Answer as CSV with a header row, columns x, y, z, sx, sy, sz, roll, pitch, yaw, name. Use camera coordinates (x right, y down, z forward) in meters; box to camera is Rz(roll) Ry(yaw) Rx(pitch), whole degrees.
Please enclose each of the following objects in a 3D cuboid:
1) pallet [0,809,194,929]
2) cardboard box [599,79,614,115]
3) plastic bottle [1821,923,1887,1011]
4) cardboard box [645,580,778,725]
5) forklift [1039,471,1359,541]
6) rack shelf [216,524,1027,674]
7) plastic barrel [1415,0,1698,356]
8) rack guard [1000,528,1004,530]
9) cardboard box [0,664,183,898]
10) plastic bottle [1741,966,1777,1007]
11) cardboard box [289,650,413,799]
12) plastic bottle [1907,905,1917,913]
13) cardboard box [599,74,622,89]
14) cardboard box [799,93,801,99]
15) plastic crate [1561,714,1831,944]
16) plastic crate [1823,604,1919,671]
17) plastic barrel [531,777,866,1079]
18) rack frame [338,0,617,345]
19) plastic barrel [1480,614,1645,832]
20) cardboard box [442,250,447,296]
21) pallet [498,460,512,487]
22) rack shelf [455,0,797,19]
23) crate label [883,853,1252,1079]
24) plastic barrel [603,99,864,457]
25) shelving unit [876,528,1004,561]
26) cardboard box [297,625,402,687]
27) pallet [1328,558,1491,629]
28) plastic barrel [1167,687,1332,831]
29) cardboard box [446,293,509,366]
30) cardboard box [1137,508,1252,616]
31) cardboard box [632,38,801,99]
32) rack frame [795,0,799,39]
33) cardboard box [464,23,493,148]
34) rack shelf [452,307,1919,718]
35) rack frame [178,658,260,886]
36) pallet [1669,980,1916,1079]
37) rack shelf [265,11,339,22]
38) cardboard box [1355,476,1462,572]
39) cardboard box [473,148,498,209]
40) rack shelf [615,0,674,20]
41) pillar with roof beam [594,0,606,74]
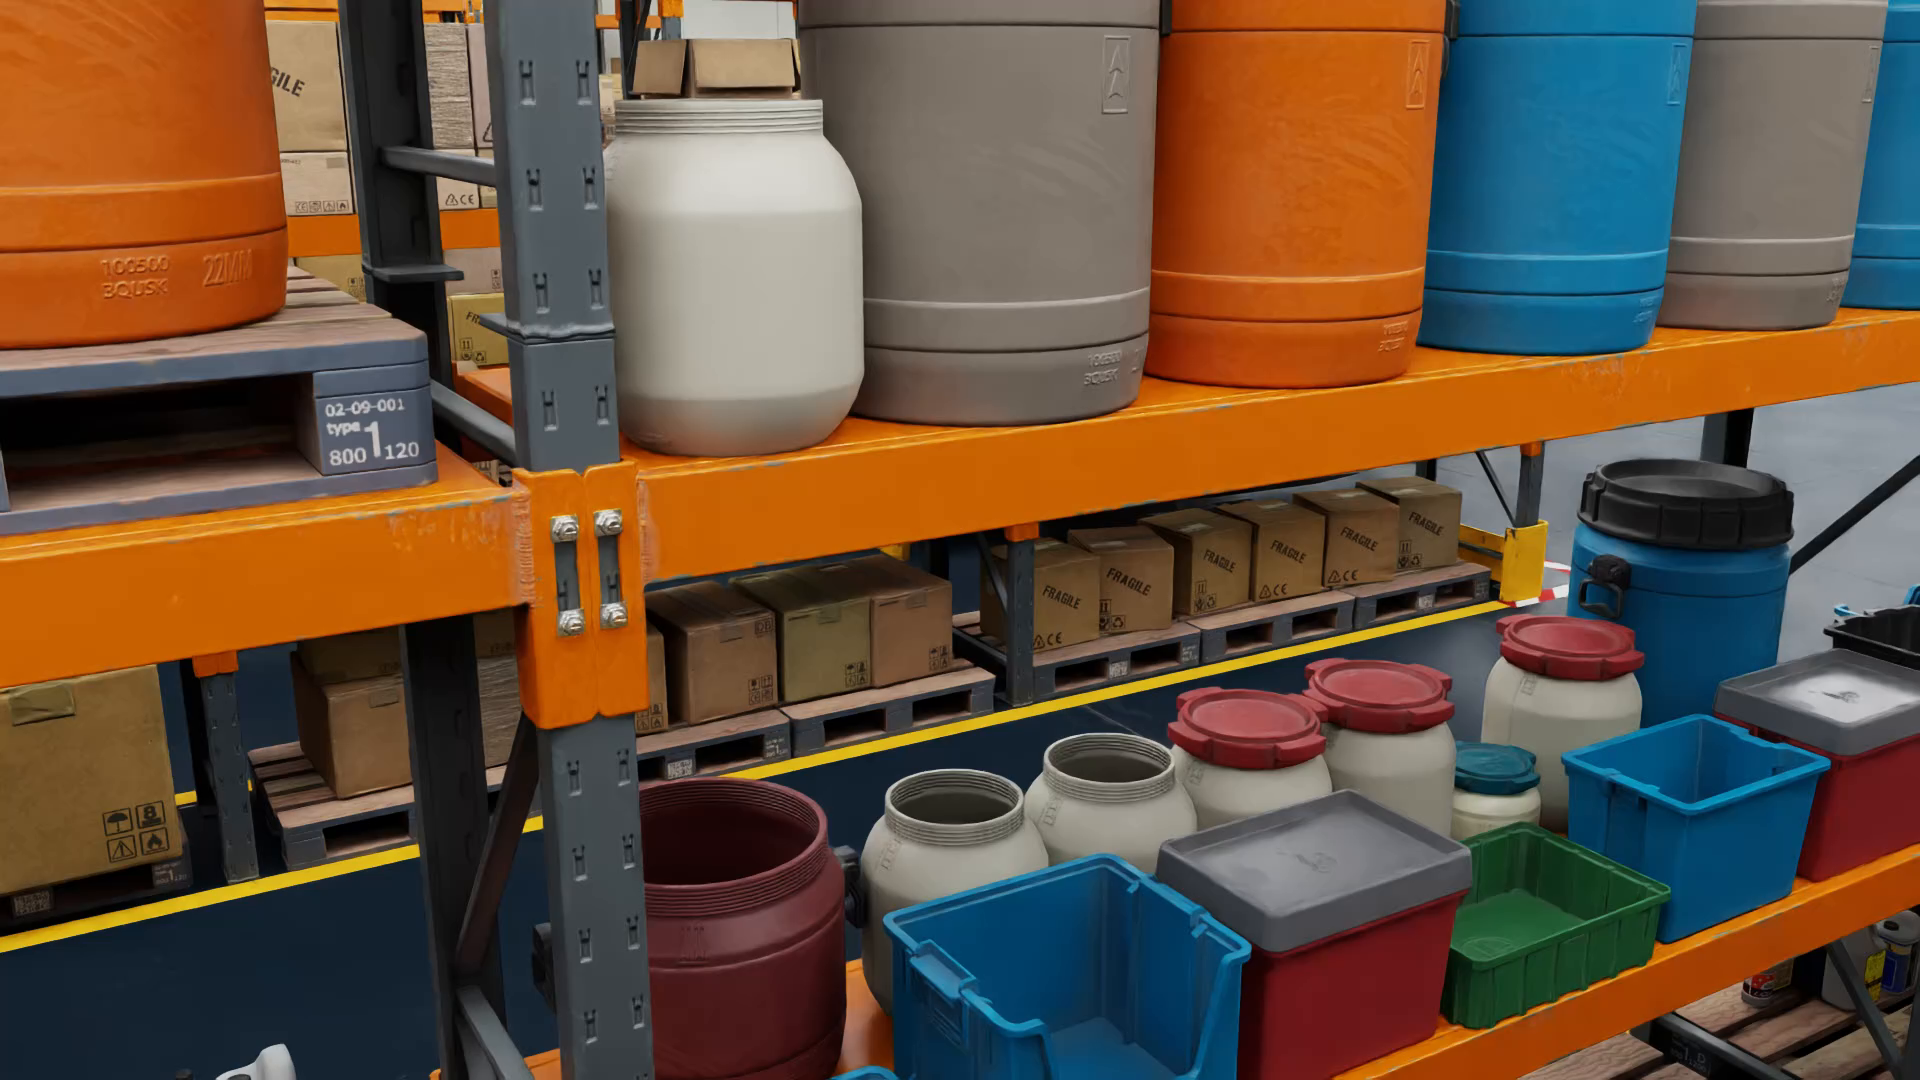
x,y,z,sx,sy,sz,roll,pitch,yaw,name
-4.049,1.349,7.208,1.213,0.211,1.003,-9,18,-30,pallet
-2.897,-3.291,12.351,0.500,0.250,0.500,-9,18,-29,cardboard box
3.123,1.444,5.792,0.185,0.351,0.144,-9,18,-30,plastic bottle
-1.341,0.570,8.636,0.500,0.500,0.700,-11,19,-34,cardboard box
1.756,-1.648,12.858,3.031,2.935,1.130,-8,17,-25,forklift
-1.620,-0.018,8.249,4.000,0.370,1.077,-9,18,-30,rack shelf
1.199,-0.879,3.503,0.708,0.901,0.600,-9,18,-30,plastic barrel
0.324,-0.179,12.582,0.087,0.250,0.587,-9,18,-29,rack guard
-3.937,0.826,7.065,0.875,0.875,1.225,-10,19,-32,cardboard box
2.795,1.517,5.811,0.097,0.201,0.097,0,16,0,plastic bottle
-2.771,0.808,7.787,0.500,0.500,0.700,-10,19,-33,cardboard box
3.490,1.340,6.167,0.185,0.351,0.144,-9,18,-30,plastic bottle
-3.707,-4.765,17.281,0.250,0.149,0.380,-10,18,-32,cardboard box
-1.236,-3.455,13.123,0.250,0.149,0.380,-10,18,-31,cardboard box
1.859,0.737,4.254,0.575,0.384,0.392,-9,18,-30,plastic crate
3.159,0.490,5.219,0.504,0.338,0.767,-9,18,-30,plastic crate
-0.542,0.860,3.534,0.708,0.536,0.600,-9,18,-30,plastic barrel
-0.784,-1.829,2.262,0.127,3.000,1.000,-9,18,-30,rack frame
1.712,0.520,4.744,0.433,0.535,0.433,0,16,0,plastic barrel
-4.103,-2.051,12.132,0.500,0.500,0.700,-9,18,-30,cardboard box
-1.659,-0.279,8.202,1.213,0.211,1.003,-9,18,-30,pallet
-3.295,-5.754,17.603,4.000,0.370,1.077,-9,18,-30,rack shelf
0.207,0.967,3.337,0.616,0.435,0.502,-9,18,-30,crate label
-0.360,-0.411,2.553,0.421,0.512,0.421,0,16,0,plastic barrel
-0.106,-0.713,12.170,1.083,1.500,0.587,-9,18,-29,shelving unit
-2.776,0.444,7.694,0.500,0.250,0.500,-8,18,-27,cardboard box
2.743,0.260,11.092,1.213,0.211,1.003,-9,18,-30,pallet
0.712,0.683,4.166,0.433,0.535,0.433,0,16,0,plastic barrel
-3.550,-1.577,12.294,0.500,0.500,0.500,-9,18,-29,cardboard box
1.436,0.127,10.253,0.500,0.500,0.500,-11,19,-35,cardboard box
-1.167,-2.165,8.049,0.637,0.503,0.797,-8,18,-27,cardboard box
-1.581,-6.380,18.497,0.127,3.000,1.000,-9,18,-30,rack frame
-1.935,-1.966,7.199,0.500,0.500,0.500,-10,18,-31,cardboard box
0.930,-0.316,3.756,4.000,0.370,1.077,-9,18,-30,rack shelf
-3.335,-0.086,7.160,0.127,3.000,1.000,-9,18,-30,rack frame
3.242,1.763,5.731,1.213,0.211,1.003,-9,18,-30,pallet
-9.284,-6.155,19.768,4.000,0.370,1.077,-9,18,-30,rack shelf
2.979,-0.114,11.112,0.500,0.500,0.500,-6,17,-19,cardboard box
-1.925,-1.610,7.316,0.500,0.250,0.500,-9,18,-29,cardboard box
-4.088,-3.876,11.637,4.000,0.370,1.077,-9,18,-30,rack shelf
-2.984,-6.643,19.438,0.400,9.000,9.100,-9,18,-30,pillar with roof beam
